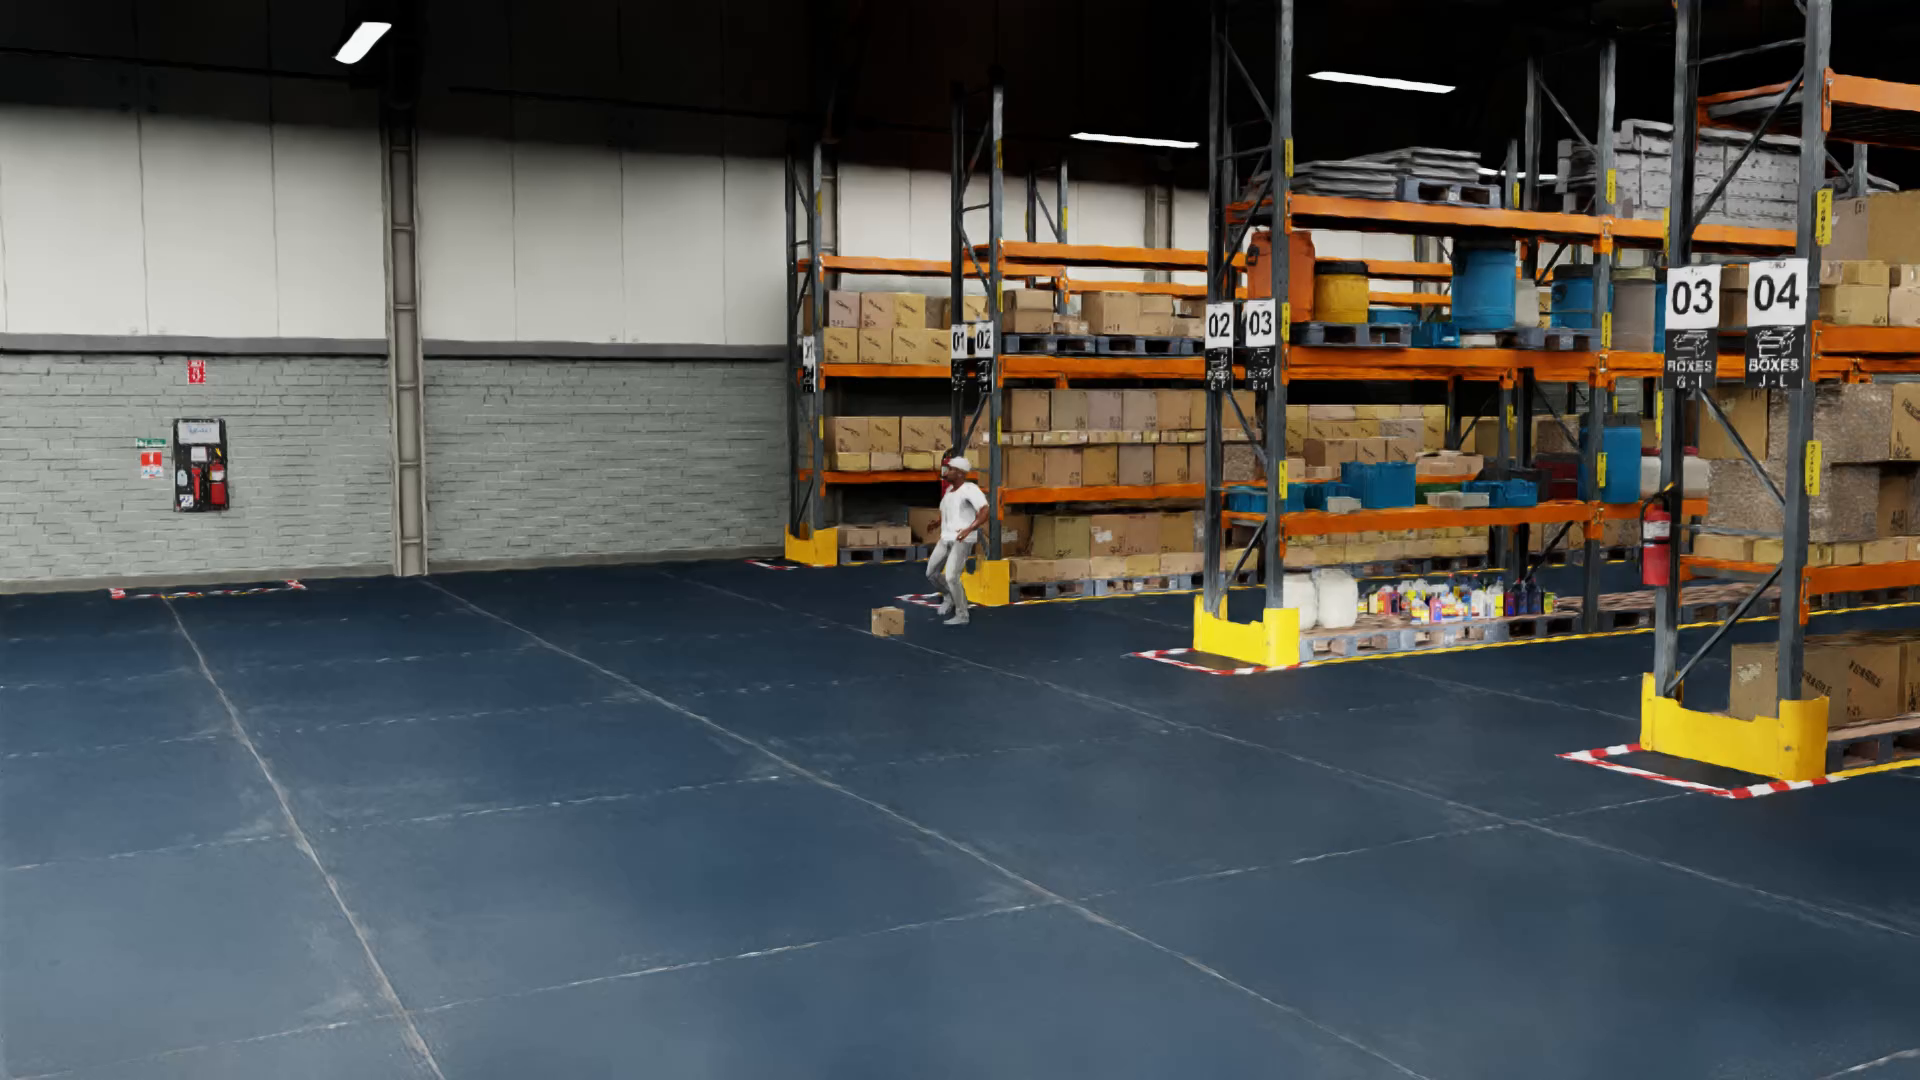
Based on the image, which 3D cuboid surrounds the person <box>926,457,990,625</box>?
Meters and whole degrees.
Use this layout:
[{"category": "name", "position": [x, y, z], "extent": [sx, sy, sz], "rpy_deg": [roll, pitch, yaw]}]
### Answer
[{"category": "person", "position": [-0.043, 0.003, 17.276], "extent": [0.502, 1.733, 0.801], "rpy_deg": [-4, 6, -37]}]
